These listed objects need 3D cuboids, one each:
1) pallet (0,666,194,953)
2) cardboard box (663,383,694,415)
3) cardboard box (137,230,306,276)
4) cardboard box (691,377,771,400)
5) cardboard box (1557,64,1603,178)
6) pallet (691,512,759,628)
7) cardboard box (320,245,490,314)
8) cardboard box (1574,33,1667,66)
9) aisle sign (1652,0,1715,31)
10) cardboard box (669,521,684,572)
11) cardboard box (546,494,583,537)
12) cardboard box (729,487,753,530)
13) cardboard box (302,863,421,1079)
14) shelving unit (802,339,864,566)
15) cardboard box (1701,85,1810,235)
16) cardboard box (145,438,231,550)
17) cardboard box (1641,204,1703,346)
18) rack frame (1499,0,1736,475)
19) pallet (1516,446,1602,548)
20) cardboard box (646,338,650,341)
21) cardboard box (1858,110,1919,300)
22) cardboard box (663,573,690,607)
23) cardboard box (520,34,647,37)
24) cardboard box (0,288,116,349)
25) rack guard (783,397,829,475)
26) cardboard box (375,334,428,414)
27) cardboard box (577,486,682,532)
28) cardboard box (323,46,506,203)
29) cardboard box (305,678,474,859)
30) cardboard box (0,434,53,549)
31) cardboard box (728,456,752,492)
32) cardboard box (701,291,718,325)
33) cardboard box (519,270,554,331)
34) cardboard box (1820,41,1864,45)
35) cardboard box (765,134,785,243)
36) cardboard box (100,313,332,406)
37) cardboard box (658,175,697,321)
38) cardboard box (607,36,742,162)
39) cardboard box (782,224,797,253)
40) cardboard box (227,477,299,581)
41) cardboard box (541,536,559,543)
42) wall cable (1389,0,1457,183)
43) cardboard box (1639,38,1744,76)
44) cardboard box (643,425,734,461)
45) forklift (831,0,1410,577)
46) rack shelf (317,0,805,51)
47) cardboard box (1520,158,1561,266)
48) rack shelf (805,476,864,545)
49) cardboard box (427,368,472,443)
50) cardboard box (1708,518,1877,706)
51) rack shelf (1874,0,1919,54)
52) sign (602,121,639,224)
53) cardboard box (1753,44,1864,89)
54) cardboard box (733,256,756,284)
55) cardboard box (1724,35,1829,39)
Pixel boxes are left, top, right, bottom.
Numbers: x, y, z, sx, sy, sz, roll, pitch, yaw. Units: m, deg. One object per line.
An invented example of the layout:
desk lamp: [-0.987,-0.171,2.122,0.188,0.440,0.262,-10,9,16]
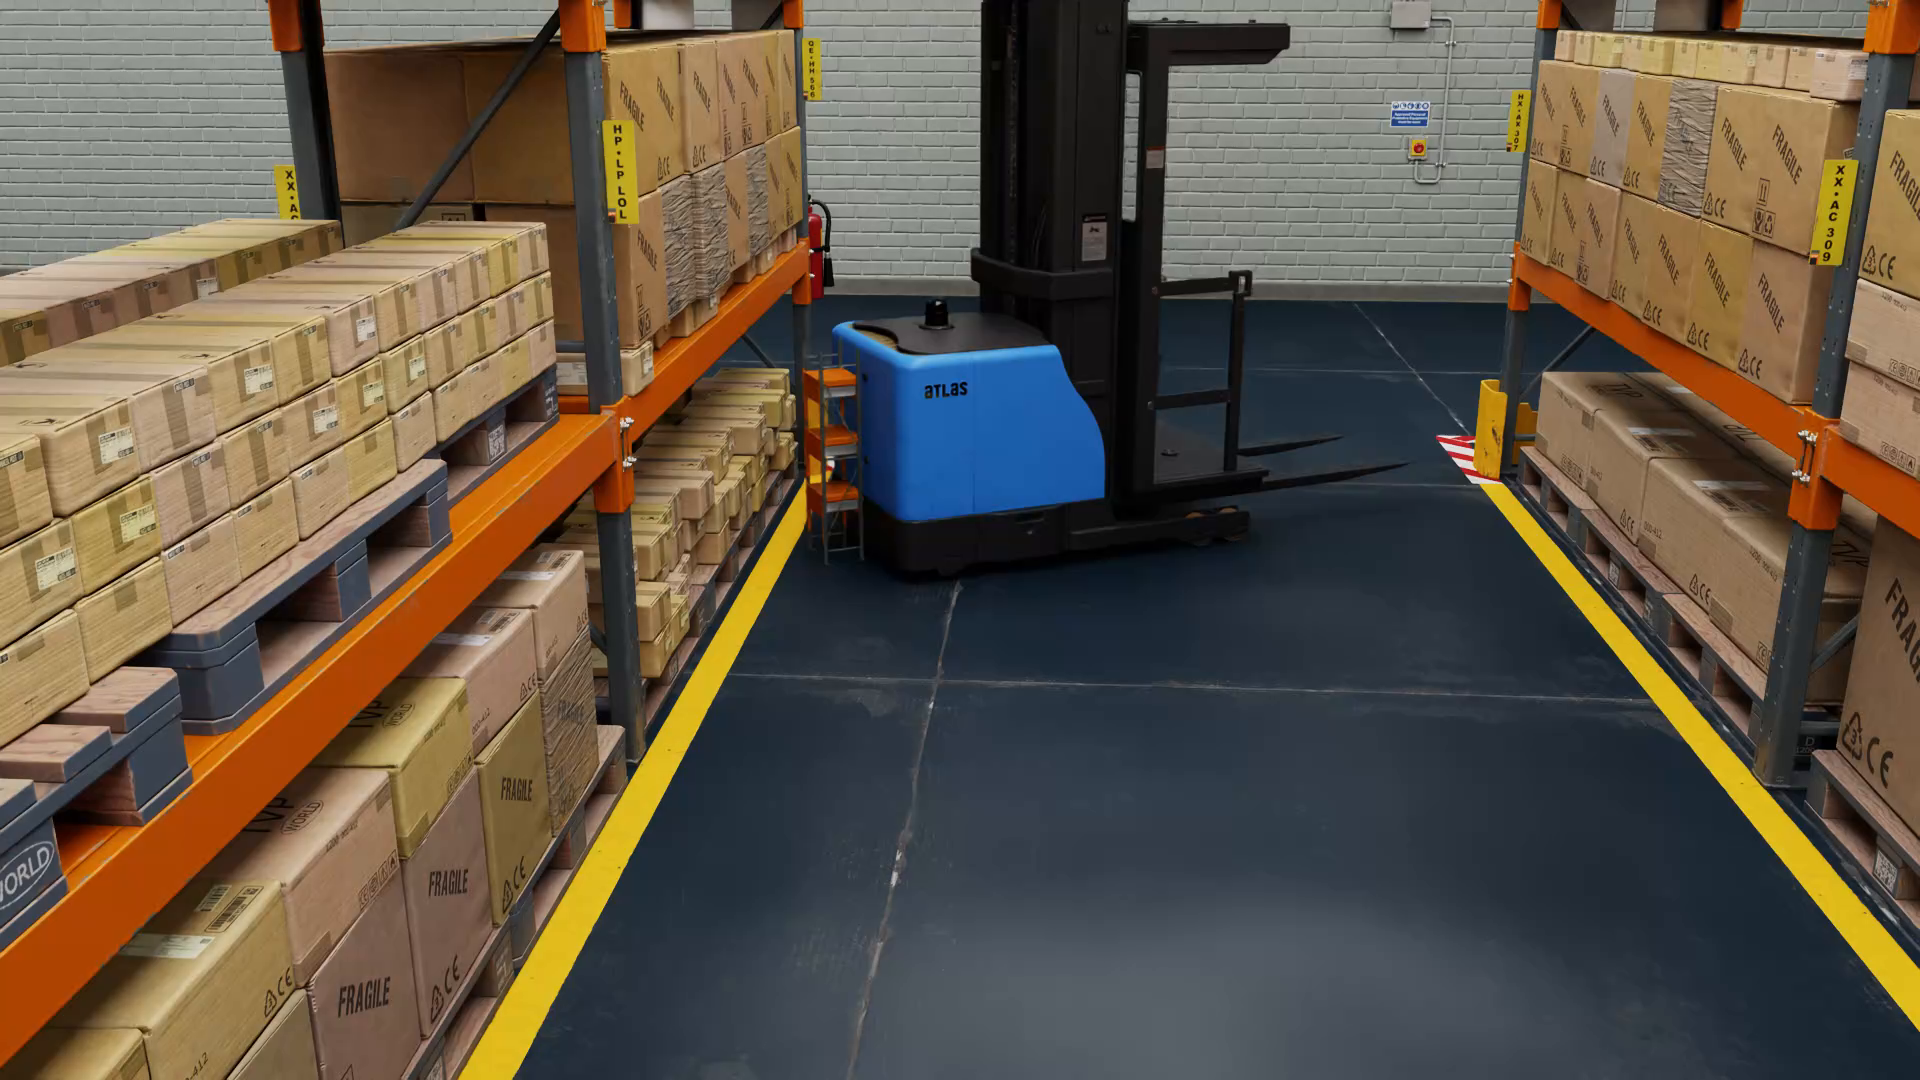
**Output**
pallet: [-1.989,0.464,2.498,1.213,0.211,1.003,1,18,4]
cardboard box: [-1.636,-0.772,8.911,0.380,0.149,0.250,2,18,5]
cardboard box: [-2.148,-0.810,4.851,0.380,0.149,0.250,2,18,5]
cardboard box: [-1.221,-0.769,8.900,0.380,0.149,0.250,2,18,5]
cardboard box: [3.236,-2.028,8.029,0.500,0.500,0.500,1,18,2]
pallet: [-1.549,0.090,7.809,1.003,0.211,1.213,1,18,4]
cardboard box: [-1.520,-0.716,4.564,0.380,0.149,0.250,1,18,2]
cardboard box: [3.202,-2.375,8.045,0.380,0.149,0.250,2,18,6]
aisle sign: [3.899,-3.060,8.769,0.394,0.787,0.004,1,18,4]
cardboard box: [-1.369,0.022,6.965,0.380,0.149,0.250,0,18,1]
cardboard box: [-1.795,-0.126,6.939,0.380,0.149,0.250,2,18,6]
cardboard box: [-1.212,-0.160,7.999,0.380,0.149,0.250,2,18,5]
cardboard box: [-1.564,1.055,3.726,0.500,0.500,0.500,1,18,3]
shelving unit: [-0.612,-0.422,8.025,0.215,1.050,0.252,-8,20,-22]
cardboard box: [3.100,-1.399,6.110,0.500,0.500,0.500,1,18,3]
cardboard box: [-1.629,-0.094,3.143,0.380,0.149,0.250,1,18,4]
cardboard box: [3.129,-1.080,6.742,0.500,0.500,0.500,1,18,3]
rack frame: [3.584,-1.809,9.126,1.000,3.000,0.127,1,18,4]
pallet: [3.605,-0.234,8.797,1.003,0.211,1.213,1,18,4]
cardboard box: [-1.356,-0.689,6.112,0.380,0.149,0.250,2,18,6]
cardboard box: [2.979,-0.959,4.766,0.500,0.500,0.500,1,18,5]
cardboard box: [-1.315,0.243,6.770,0.380,0.149,0.250,1,18,4]
cardboard box: [-1.747,-2.101,7.772,0.500,0.500,0.500,1,18,3]
cardboard box: [-2.226,-0.495,3.890,0.380,0.149,0.250,2,18,6]
rack guard: [-1.366,-0.677,9.685,1.175,0.500,0.348,1,18,4]
cardboard box: [-1.552,-0.415,4.122,0.380,0.149,0.250,0,18,1]
cardboard box: [-1.372,-0.121,6.923,0.380,0.149,0.250,1,18,2]
cardboard box: [-1.883,-1.462,5.823,0.500,0.500,0.500,1,18,2]
cardboard box: [-1.522,0.547,4.072,0.500,0.250,0.500,0,18,1]
cardboard box: [-1.669,-0.065,2.578,0.380,0.149,0.250,1,18,4]
cardboard box: [-1.210,-0.302,7.954,0.380,0.149,0.250,2,18,7]
cardboard box: [-1.254,-1.017,7.113,0.380,0.149,0.250,2,18,6]
cardboard box: [-1.479,-0.739,5.113,0.380,0.149,0.250,2,18,6]
cardboard box: [3.621,-1.888,6.558,0.380,0.149,0.250,1,18,4]
cardboard box: [-1.178,-1.772,8.375,0.500,0.500,0.500,1,18,3]
cardboard box: [-1.593,-0.391,3.573,0.380,0.149,0.250,1,18,3]
cardboard box: [-1.332,-1.137,6.436,0.500,0.500,0.500,1,18,4]
cardboard box: [-1.244,-1.921,7.224,0.500,0.500,0.500,1,18,2]
cardboard box: [-1.102,-1.661,9.079,0.380,0.149,0.250,1,18,4]
cardboard box: [-1.607,-0.030,3.426,0.380,0.149,0.250,2,18,5]
cardboard box: [-1.817,0.020,6.972,0.380,0.149,0.250,1,18,4]
wall cable: [3.965,-4.058,14.309,0.585,1.953,0.123,1,18,4]
cardboard box: [3.130,-2.055,7.069,0.380,0.149,0.250,1,18,3]
cardboard box: [-1.288,-0.442,7.904,0.380,0.149,0.250,1,18,2]
forklift: [0.911,-1.505,8.308,3.031,2.935,1.130,-8,20,-22]
rack shelf: [-1.504,-2.350,7.117,1.077,0.370,4.000,1,18,4]
cardboard box: [3.264,-1.714,8.675,0.500,0.500,0.500,1,18,3]
rack shelf: [-0.612,-0.148,8.115,0.215,0.259,0.240,-8,20,-22]
cardboard box: [-1.534,-0.362,4.440,0.380,0.149,0.250,0,18,1]
cardboard box: [3.450,0.259,6.256,0.875,0.438,0.875,1,18,3]
rack shelf: [3.154,-1.029,3.084,1.077,0.370,4.000,1,18,4]
sign: [-1.093,-1.185,5.362,0.100,0.325,0.005,1,18,4]
cardboard box: [3.157,-1.736,6.096,0.380,0.149,0.250,1,18,3]
cardboard box: [-1.203,-1.346,8.115,0.380,0.149,0.250,0,18,1]
cardboard box: [3.681,-2.206,7.529,0.380,0.149,0.250,1,18,3]
